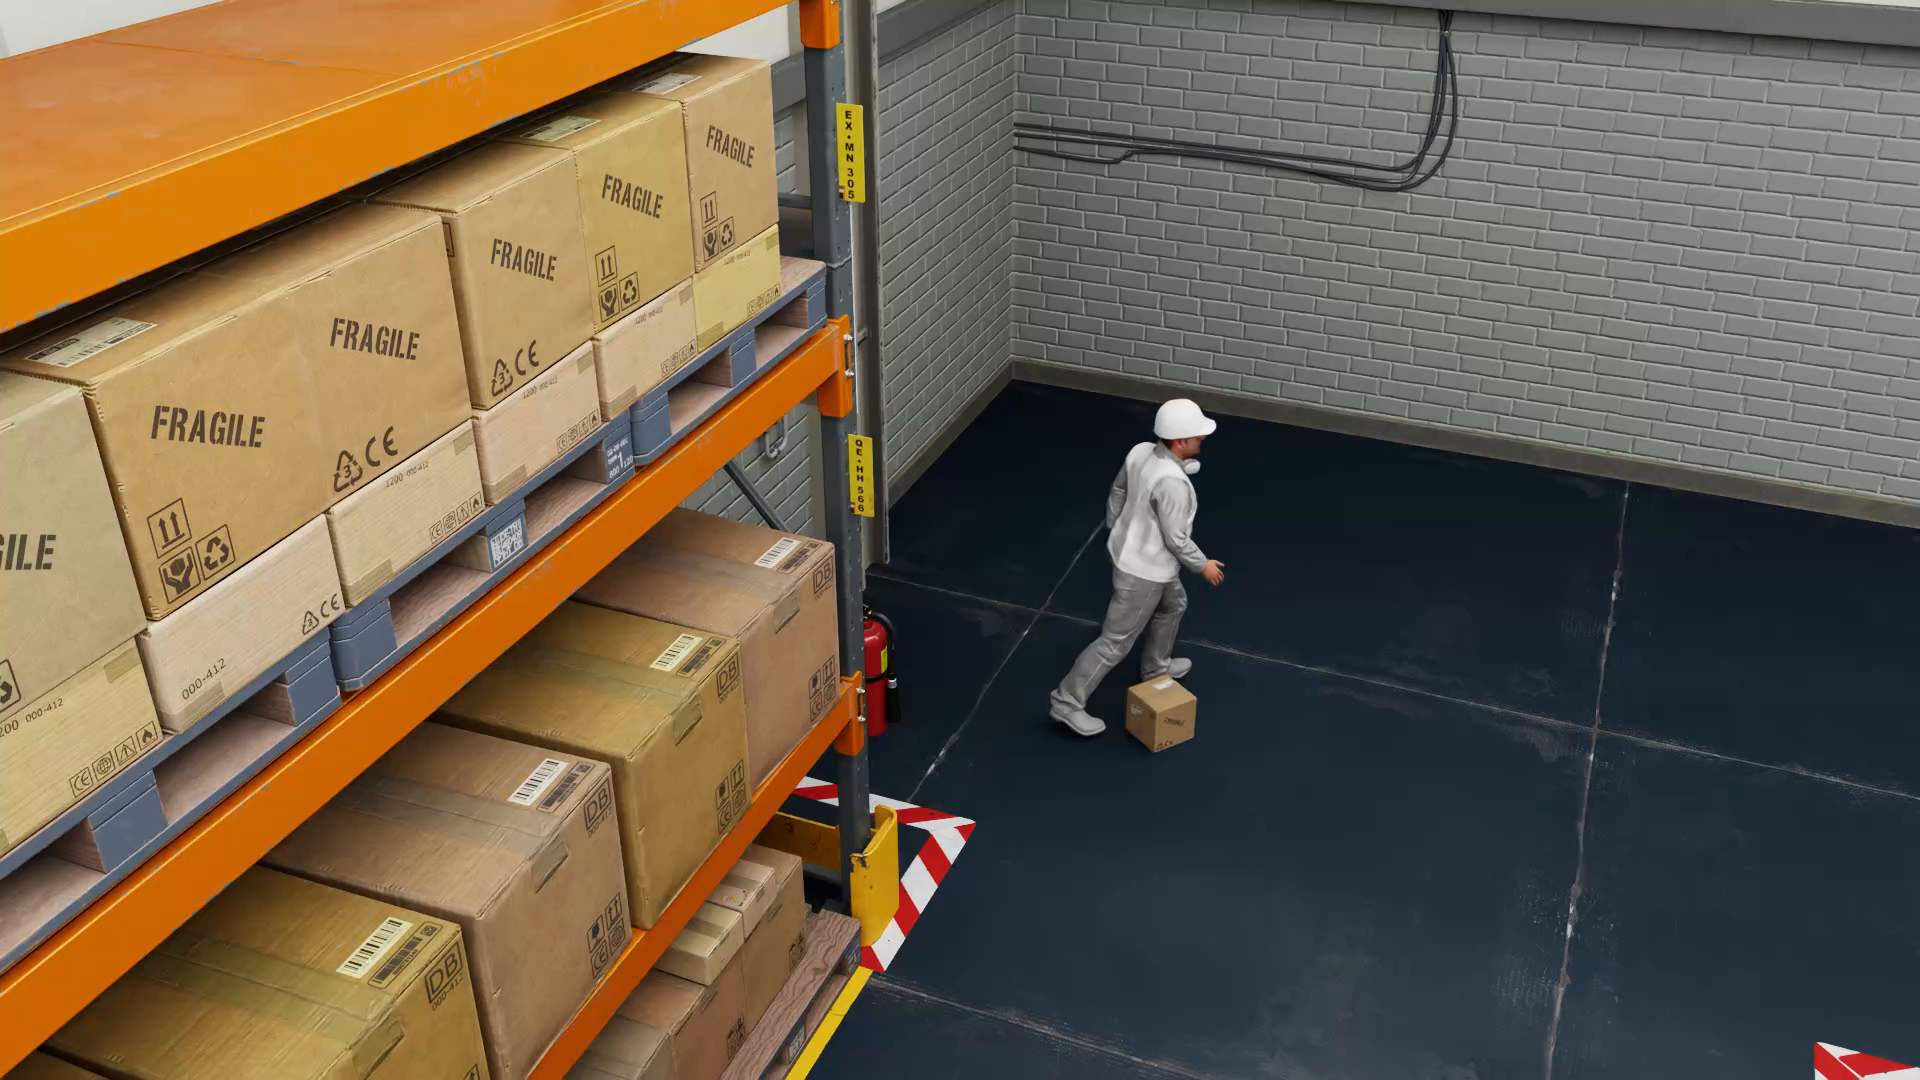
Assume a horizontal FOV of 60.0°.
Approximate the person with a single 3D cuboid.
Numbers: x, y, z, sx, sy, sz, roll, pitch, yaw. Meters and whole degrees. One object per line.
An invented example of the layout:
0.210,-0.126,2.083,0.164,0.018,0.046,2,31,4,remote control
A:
0.854,0.107,8.211,0.848,1.713,0.640,-3,30,-6,person
